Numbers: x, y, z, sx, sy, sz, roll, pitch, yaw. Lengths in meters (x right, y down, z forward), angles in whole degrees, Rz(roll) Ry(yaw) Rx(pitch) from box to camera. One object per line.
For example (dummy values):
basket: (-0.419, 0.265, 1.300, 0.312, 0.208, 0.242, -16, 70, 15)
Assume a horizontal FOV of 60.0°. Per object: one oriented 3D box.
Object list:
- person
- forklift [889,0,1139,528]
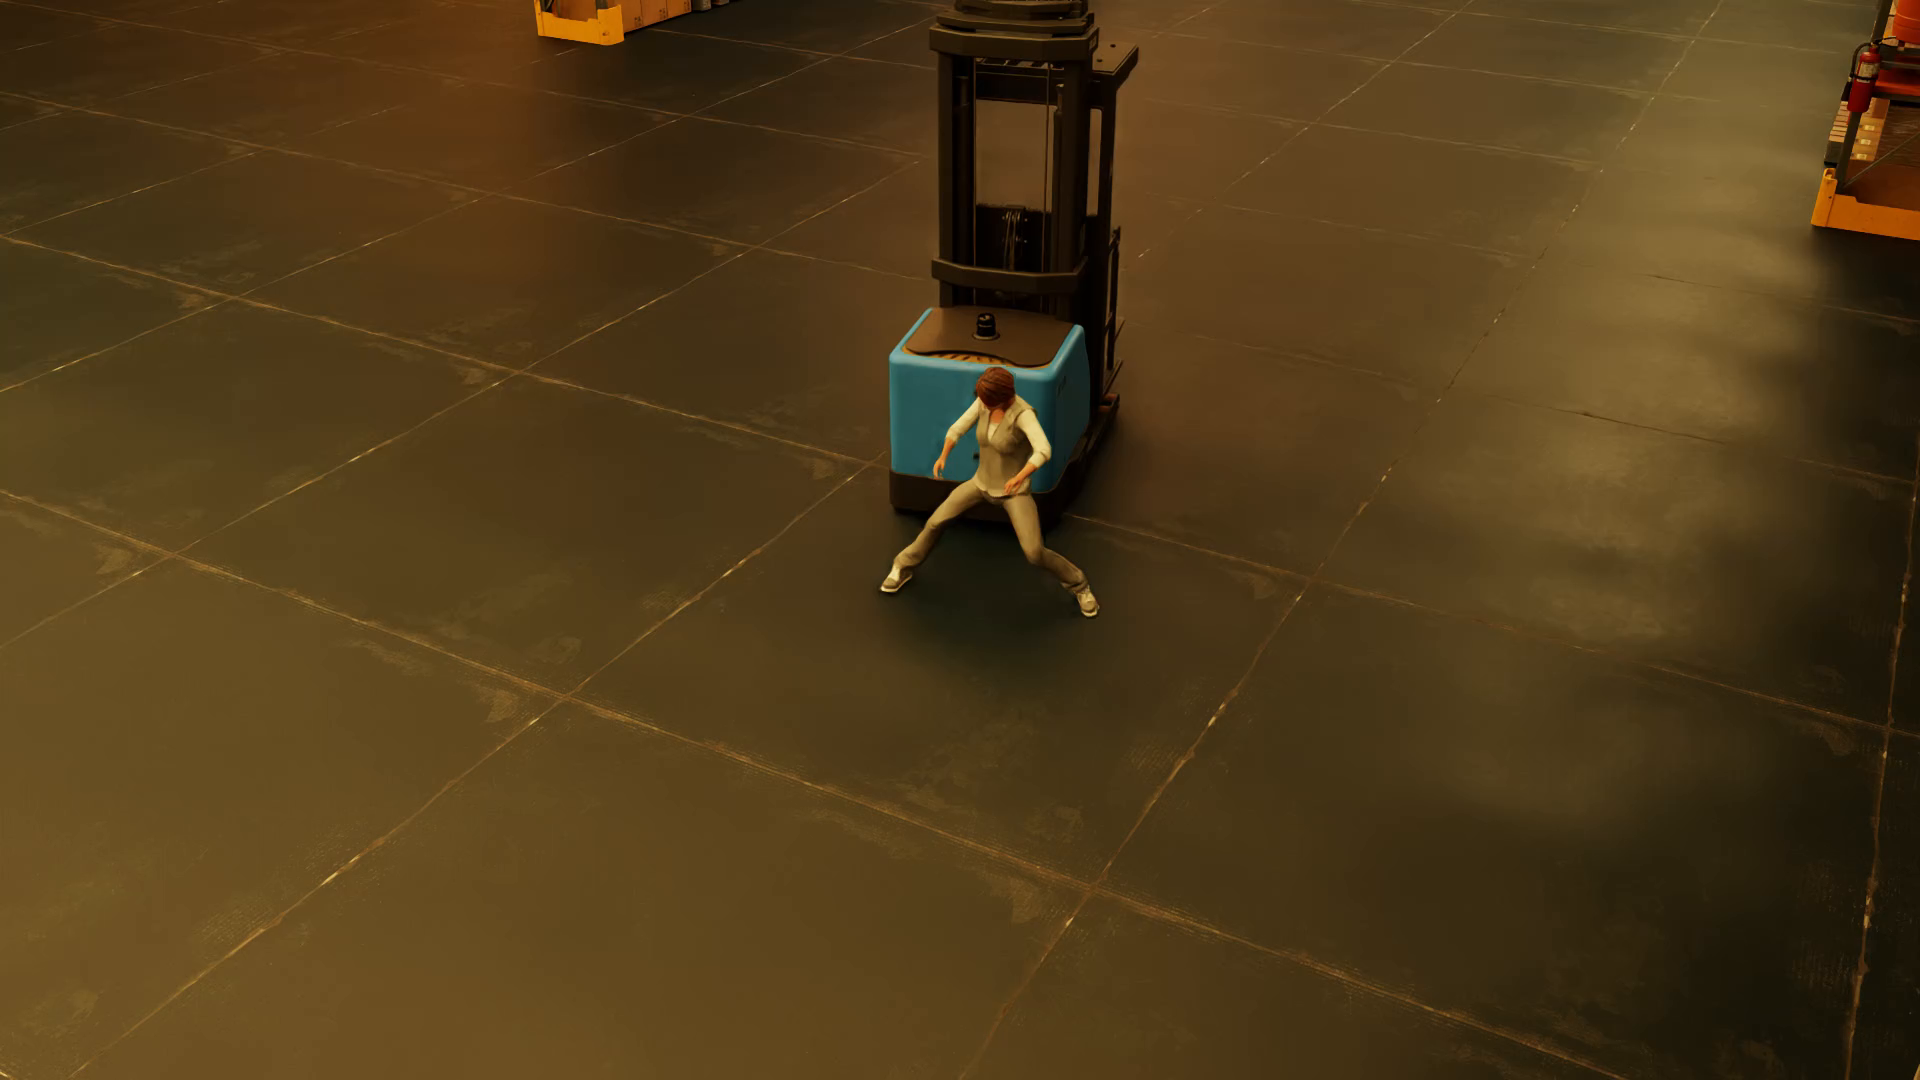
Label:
person: (0.172, -0.268, 9.065, 1.128, 1.400, 0.761, 25, 38, 36)
forklift: (0.472, -2.065, 10.649, 1.130, 2.935, 3.031, 8, 31, 14)
